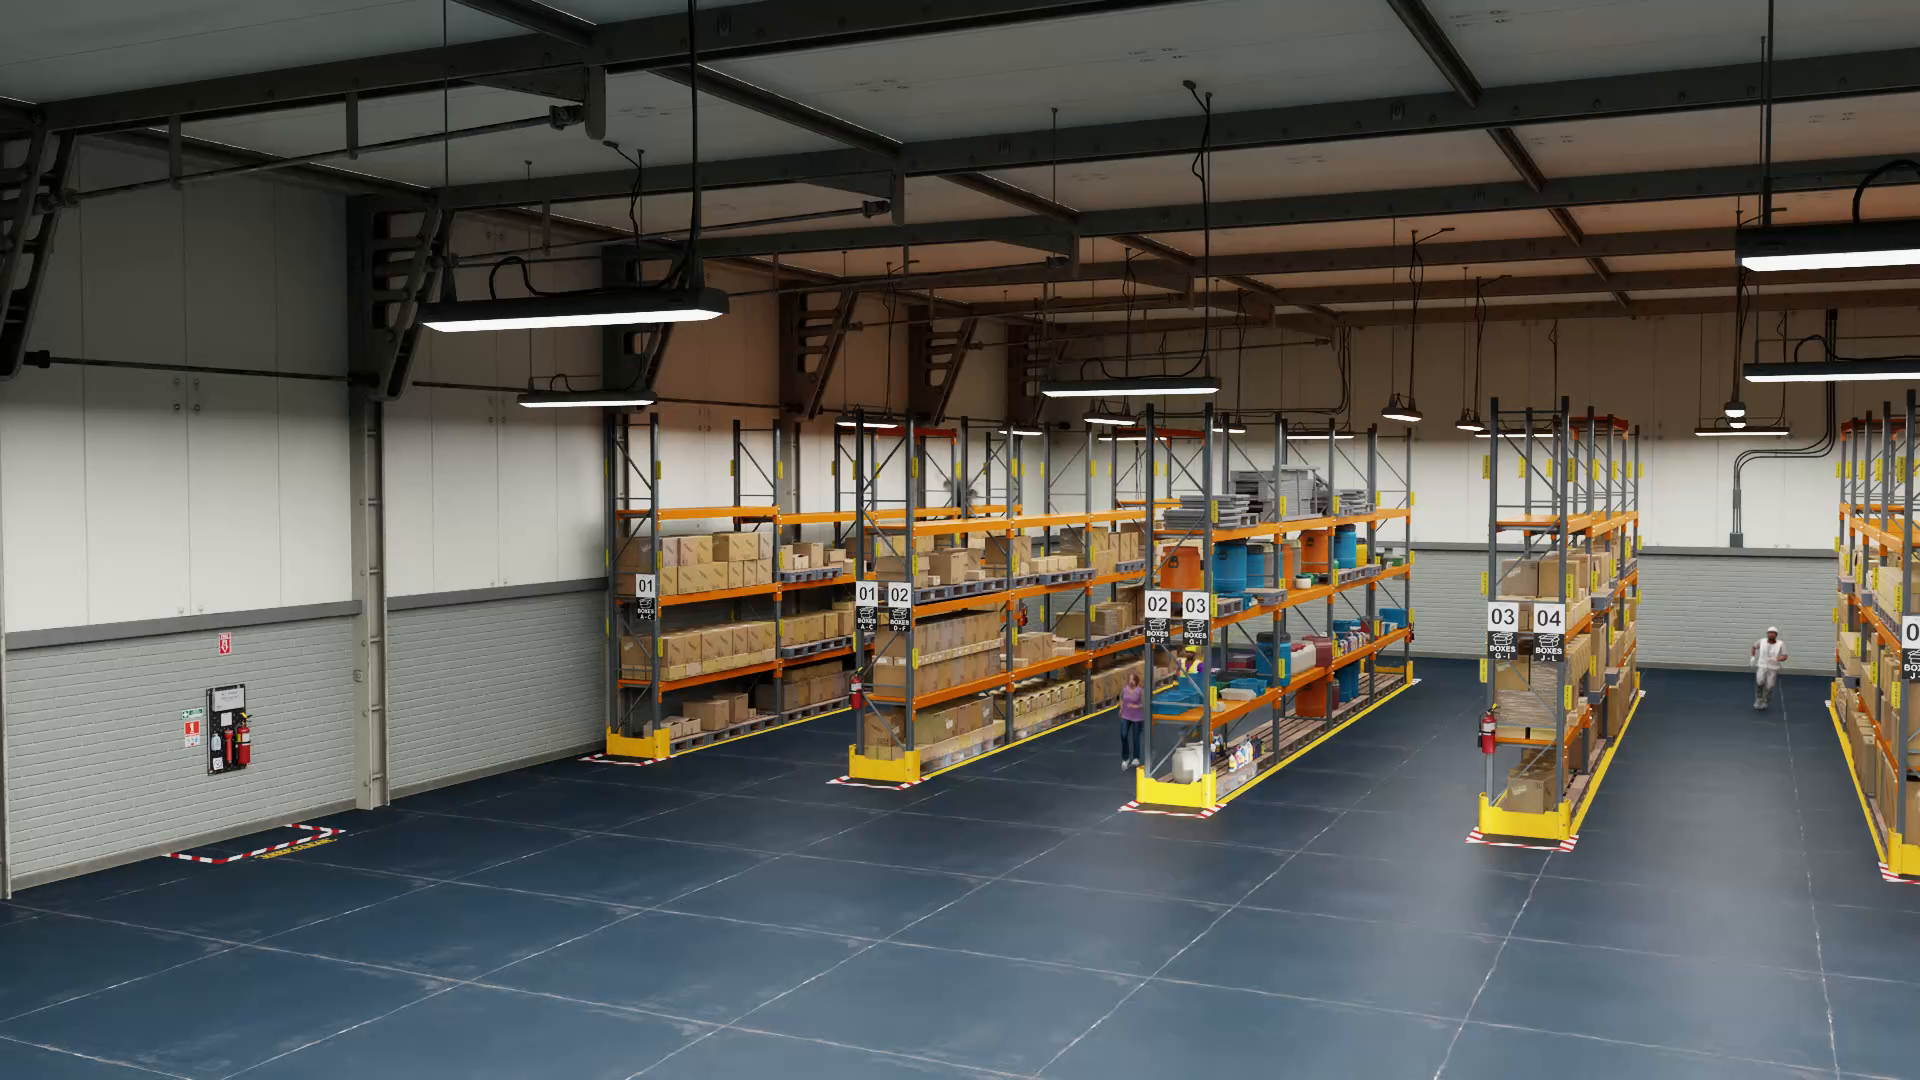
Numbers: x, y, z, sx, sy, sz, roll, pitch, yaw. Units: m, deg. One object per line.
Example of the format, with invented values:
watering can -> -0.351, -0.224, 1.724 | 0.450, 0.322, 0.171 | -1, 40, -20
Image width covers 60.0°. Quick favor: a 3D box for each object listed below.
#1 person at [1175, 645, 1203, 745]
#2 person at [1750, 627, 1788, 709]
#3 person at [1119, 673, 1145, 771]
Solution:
person -> 4.247, 2.830, 30.615 | 0.679, 1.828, 0.813 | 1, 3, 23
person -> 16.784, 2.660, 34.520 | 0.699, 1.722, 0.666 | 1, 3, 27
person -> 2.875, 3.029, 27.805 | 0.515, 1.621, 0.663 | 1, 3, 19
